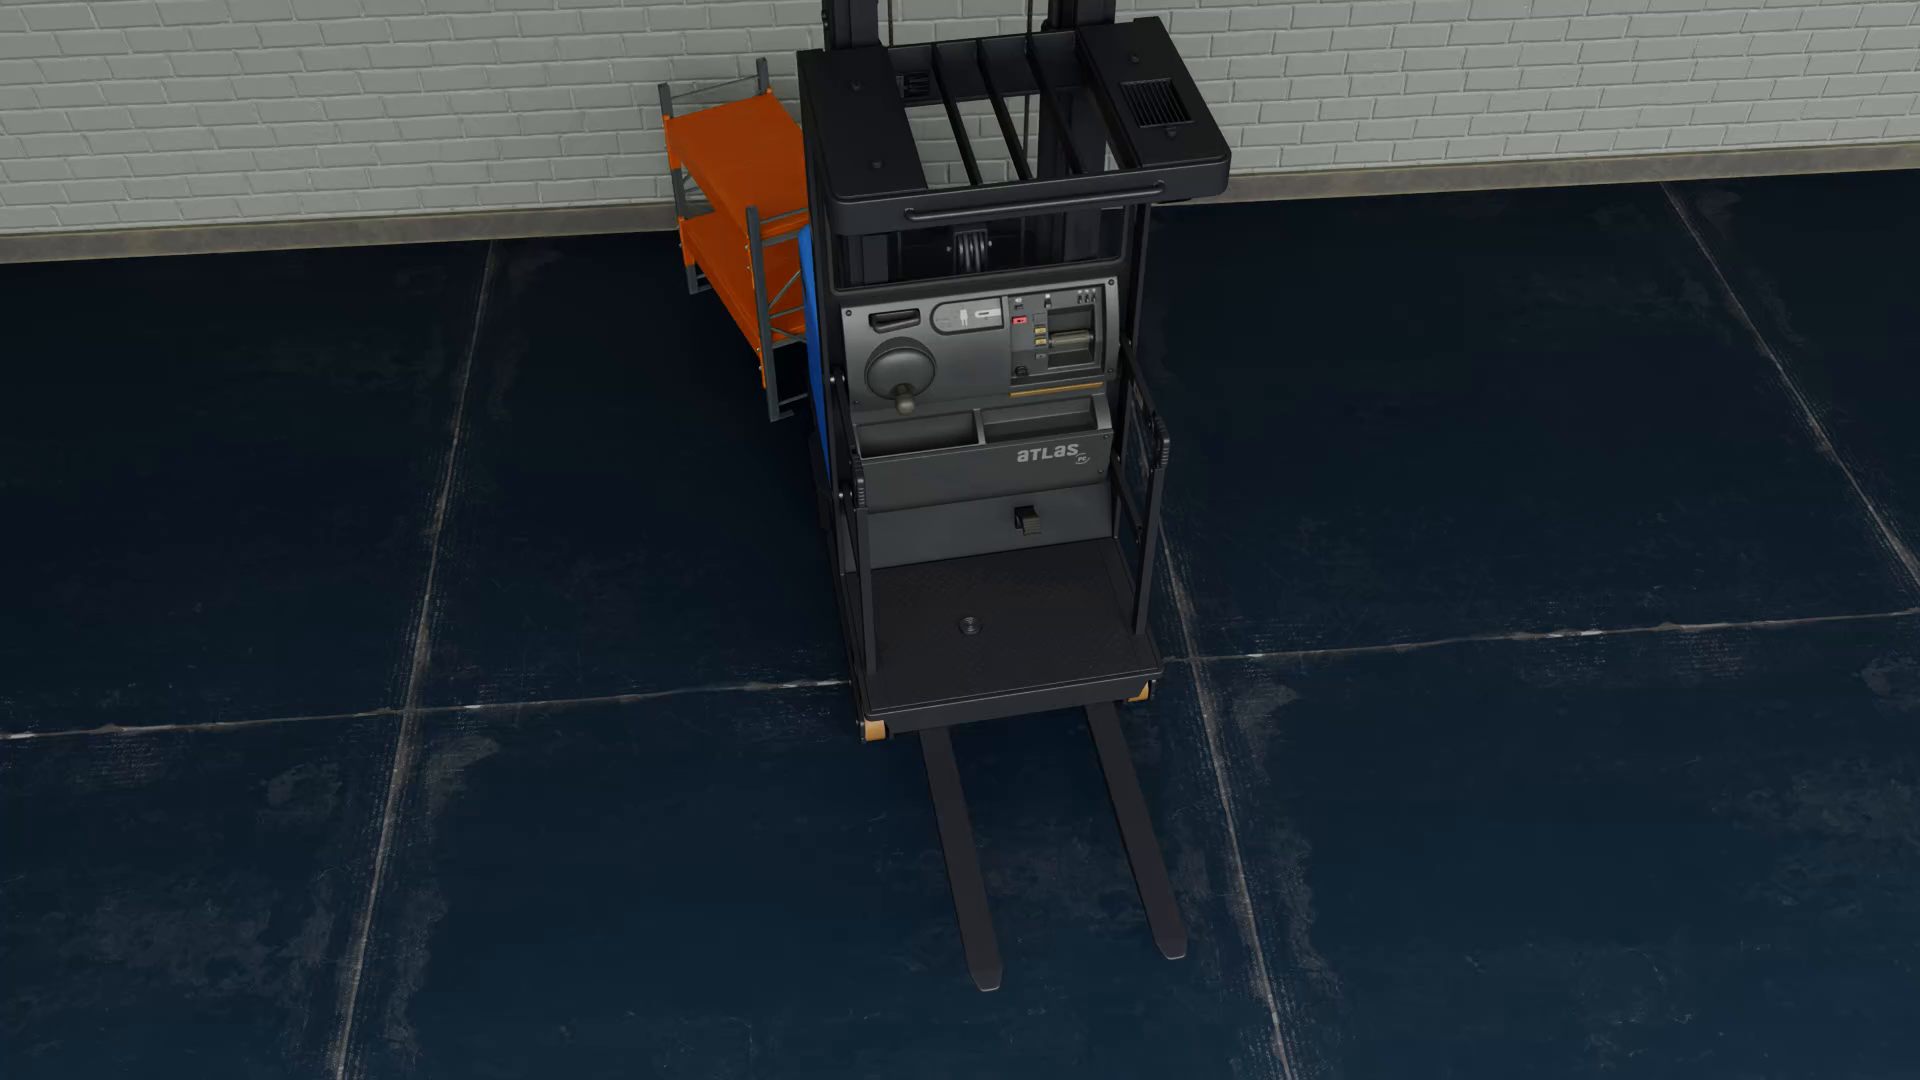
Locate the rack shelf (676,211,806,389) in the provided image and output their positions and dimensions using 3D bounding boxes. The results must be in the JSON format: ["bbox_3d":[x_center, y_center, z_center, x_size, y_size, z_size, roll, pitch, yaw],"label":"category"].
[{"bbox_3d":[-0.851,-1.163,7.550,0.538,0.278,1.000,-20,50,-18],"label":"rack shelf"}]

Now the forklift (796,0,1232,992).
[{"bbox_3d":[0.116,-0.558,5.396,1.130,2.935,3.031,-8,47,-7],"label":"forklift"}]

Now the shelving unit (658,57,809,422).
[{"bbox_3d":[-0.851,-1.331,7.372,0.538,1.125,1.048,-20,50,-18],"label":"shelving unit"}]

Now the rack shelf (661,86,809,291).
[{"bbox_3d":[-0.851,-1.532,7.160,0.538,0.278,1.000,-20,50,-18],"label":"rack shelf"}]

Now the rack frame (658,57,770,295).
[{"bbox_3d":[-1.081,-1.660,7.684,0.500,1.125,0.032,-20,50,-18],"label":"rack frame"}]

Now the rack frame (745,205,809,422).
[{"bbox_3d":[-0.621,-1.002,7.061,0.500,1.125,0.032,-20,50,-18],"label":"rack frame"}]
